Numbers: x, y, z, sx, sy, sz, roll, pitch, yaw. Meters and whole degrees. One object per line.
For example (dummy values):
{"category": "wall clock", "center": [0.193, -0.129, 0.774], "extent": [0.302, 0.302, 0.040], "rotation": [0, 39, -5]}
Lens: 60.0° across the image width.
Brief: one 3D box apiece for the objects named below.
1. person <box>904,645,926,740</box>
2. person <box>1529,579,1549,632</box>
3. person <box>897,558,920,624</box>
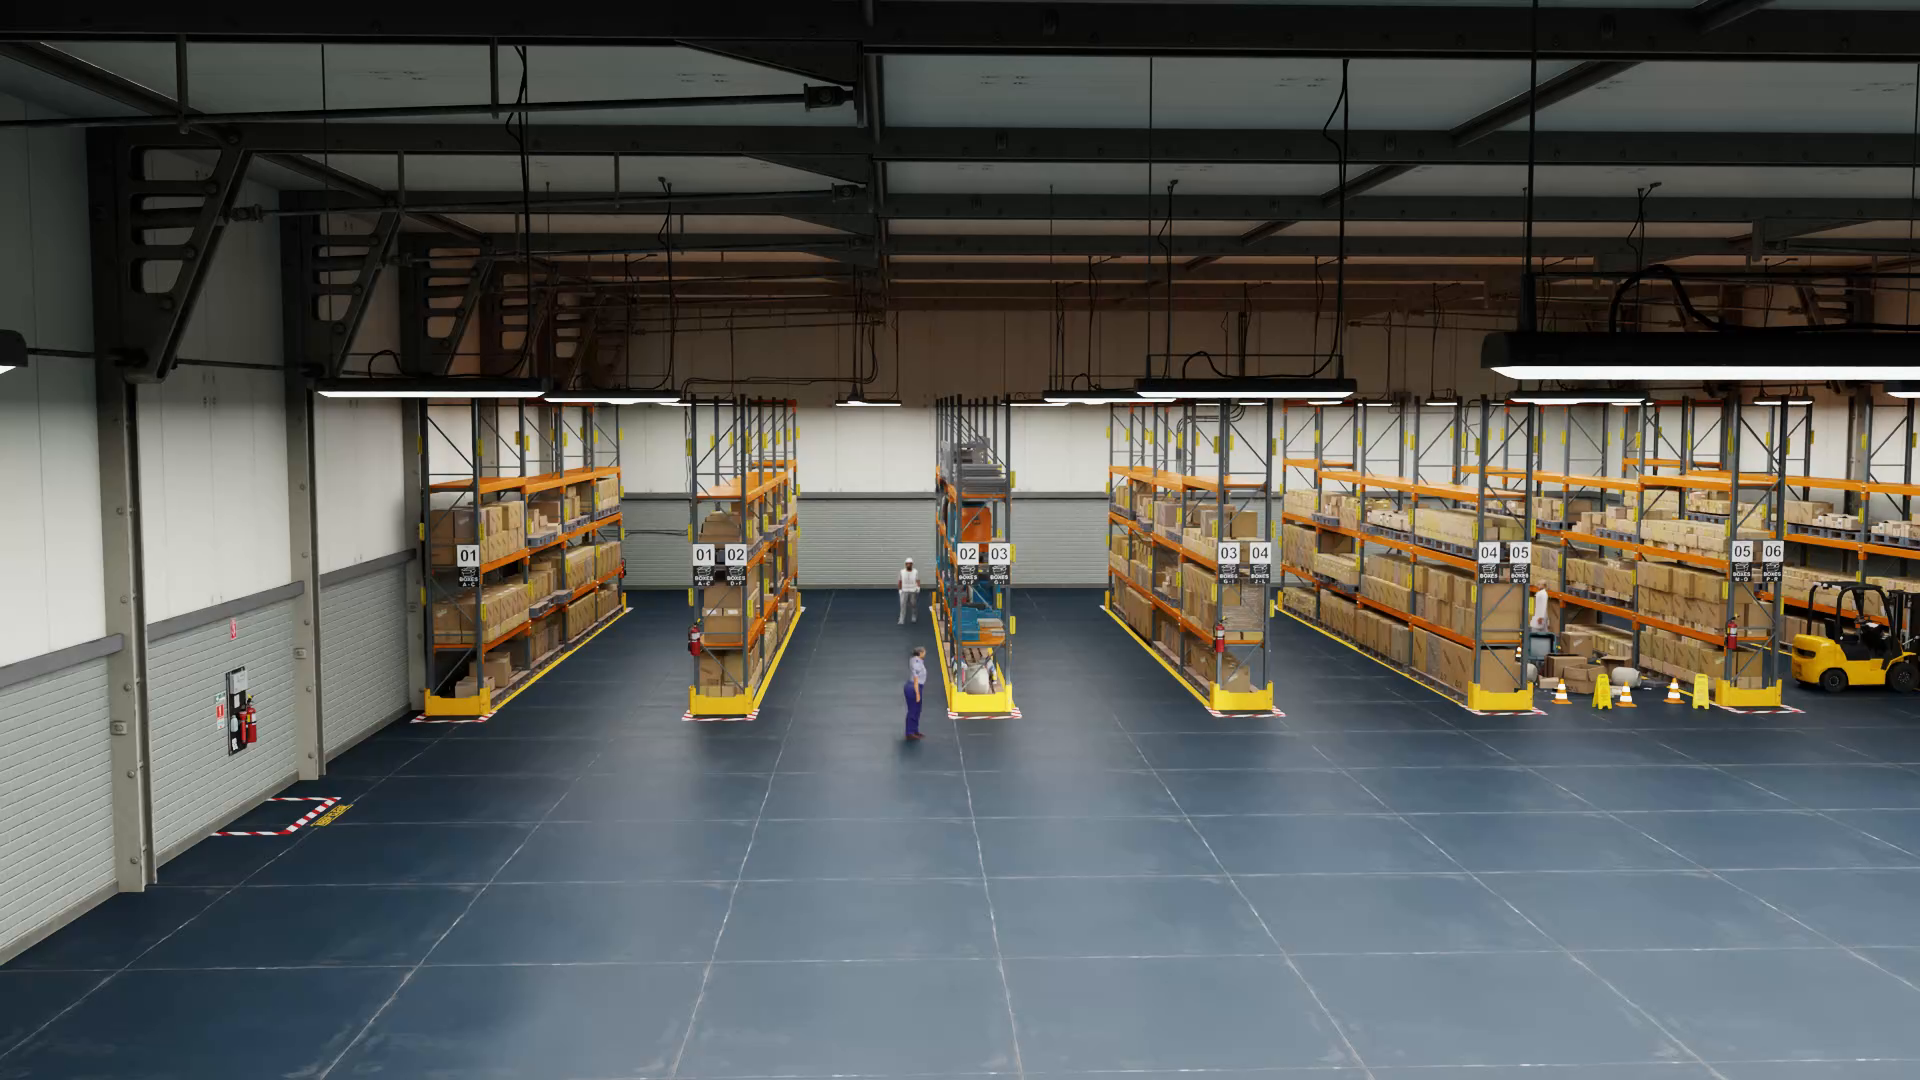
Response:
{"category": "person", "center": [-0.782, 2.640, 28.878], "extent": [0.390, 1.654, 0.507], "rotation": [0, 5, -5]}
{"category": "person", "center": [13.414, 1.797, 38.636], "extent": [0.657, 1.777, 0.601], "rotation": [3, 6, 37]}
{"category": "person", "center": [-1.354, 1.352, 44.111], "extent": [0.650, 1.720, 1.051], "rotation": [1, 5, 11]}
